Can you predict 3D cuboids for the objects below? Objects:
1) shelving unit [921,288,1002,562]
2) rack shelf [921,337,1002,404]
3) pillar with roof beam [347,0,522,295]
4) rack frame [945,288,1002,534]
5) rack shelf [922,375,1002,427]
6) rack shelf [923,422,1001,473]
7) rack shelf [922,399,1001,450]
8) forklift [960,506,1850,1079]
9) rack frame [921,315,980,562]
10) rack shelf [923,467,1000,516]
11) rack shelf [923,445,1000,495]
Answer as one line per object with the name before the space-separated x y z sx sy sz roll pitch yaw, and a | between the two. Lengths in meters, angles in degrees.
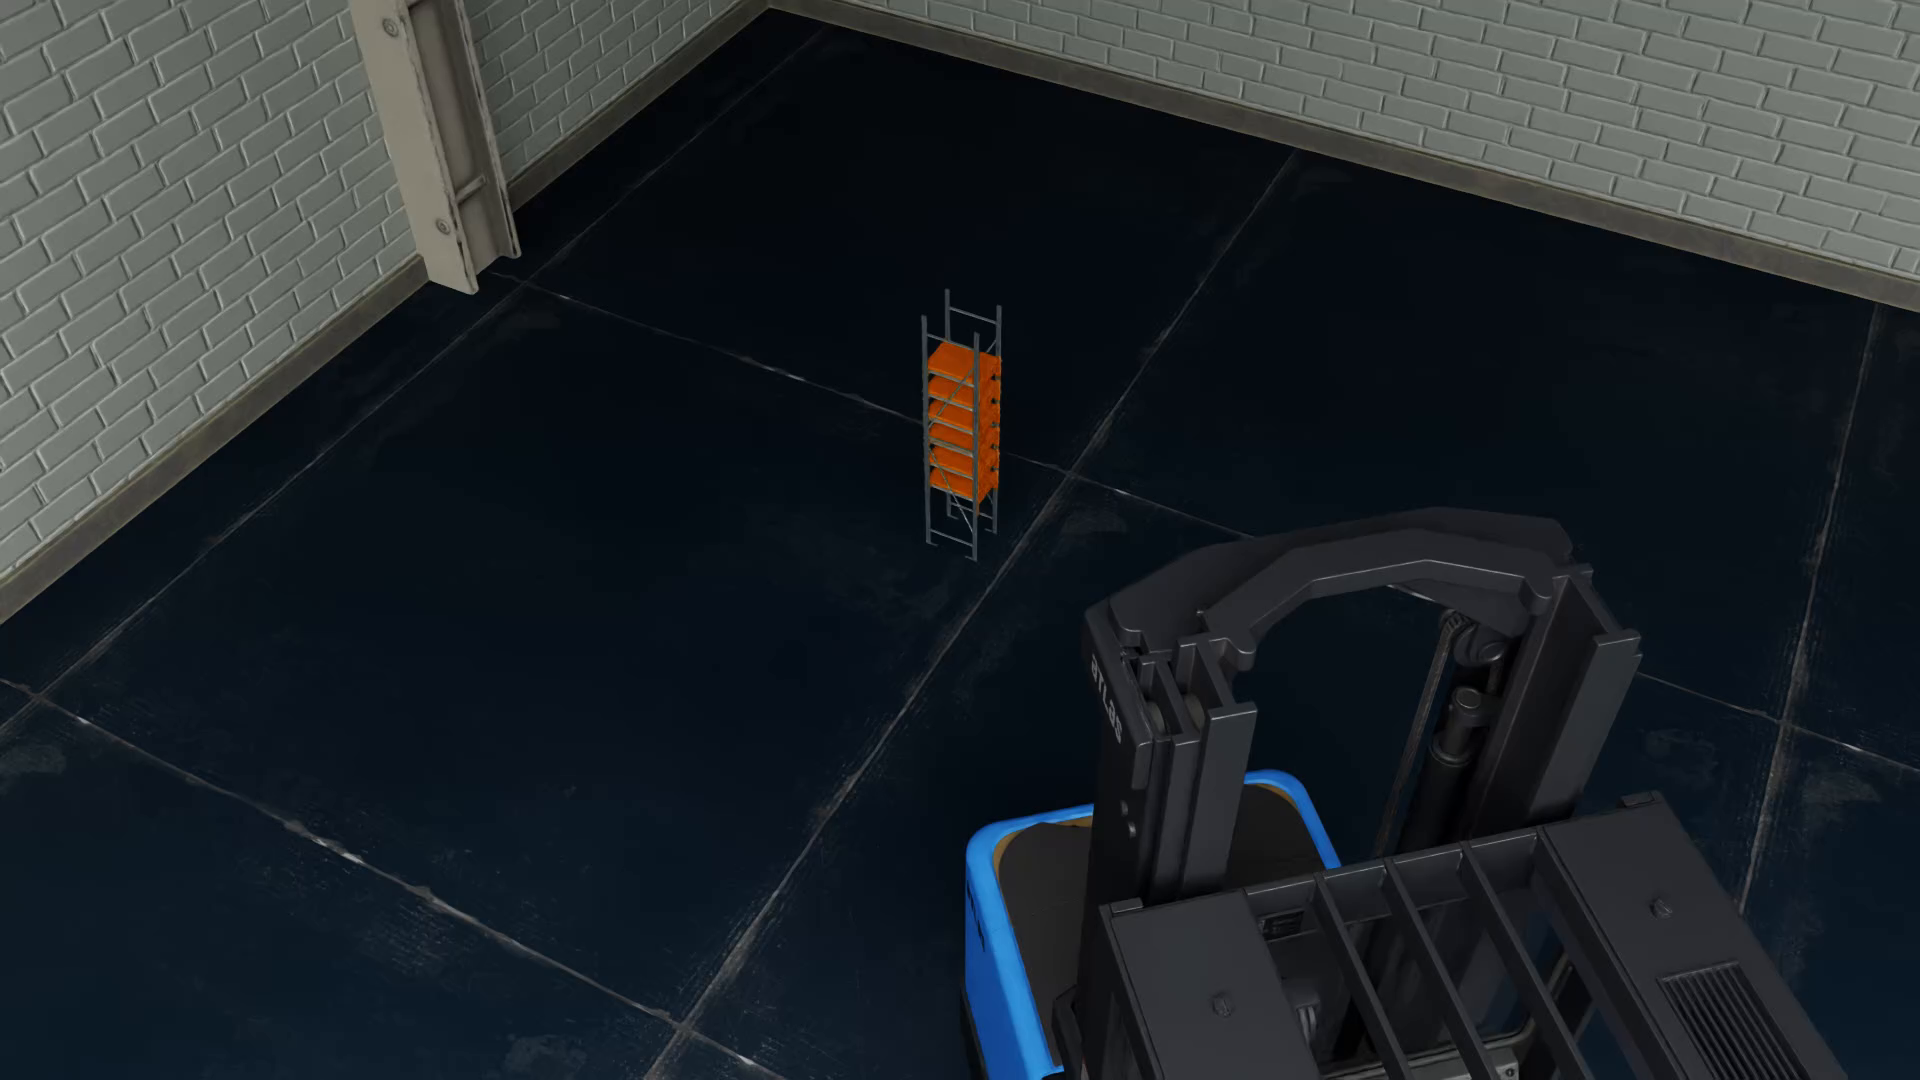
shelving unit | 0.007 -0.431 6.612 0.258 1.200 0.189 20 49 19
rack shelf | 0.007 -0.653 6.388 0.258 0.103 0.180 20 49 19
pillar with roof beam | 1.357 -3.128 3.794 9.100 9.000 0.400 20 49 19
rack frame | 0.049 -0.489 6.669 0.240 1.200 0.006 20 49 19
rack shelf | 0.007 -0.568 6.473 0.258 0.103 0.180 20 49 19
rack shelf | 0.007 -0.400 6.644 0.258 0.103 0.180 20 49 19
rack shelf | 0.007 -0.484 6.558 0.258 0.103 0.180 20 49 19
forklift | 0.839 1.482 3.504 1.130 2.935 3.031 -10 46 -9
rack frame | -0.036 -0.373 6.555 0.240 1.200 0.006 20 49 19
rack shelf | 0.007 -0.231 6.814 0.258 0.103 0.180 20 49 19
rack shelf | 0.007 -0.315 6.729 0.258 0.103 0.180 20 49 19
